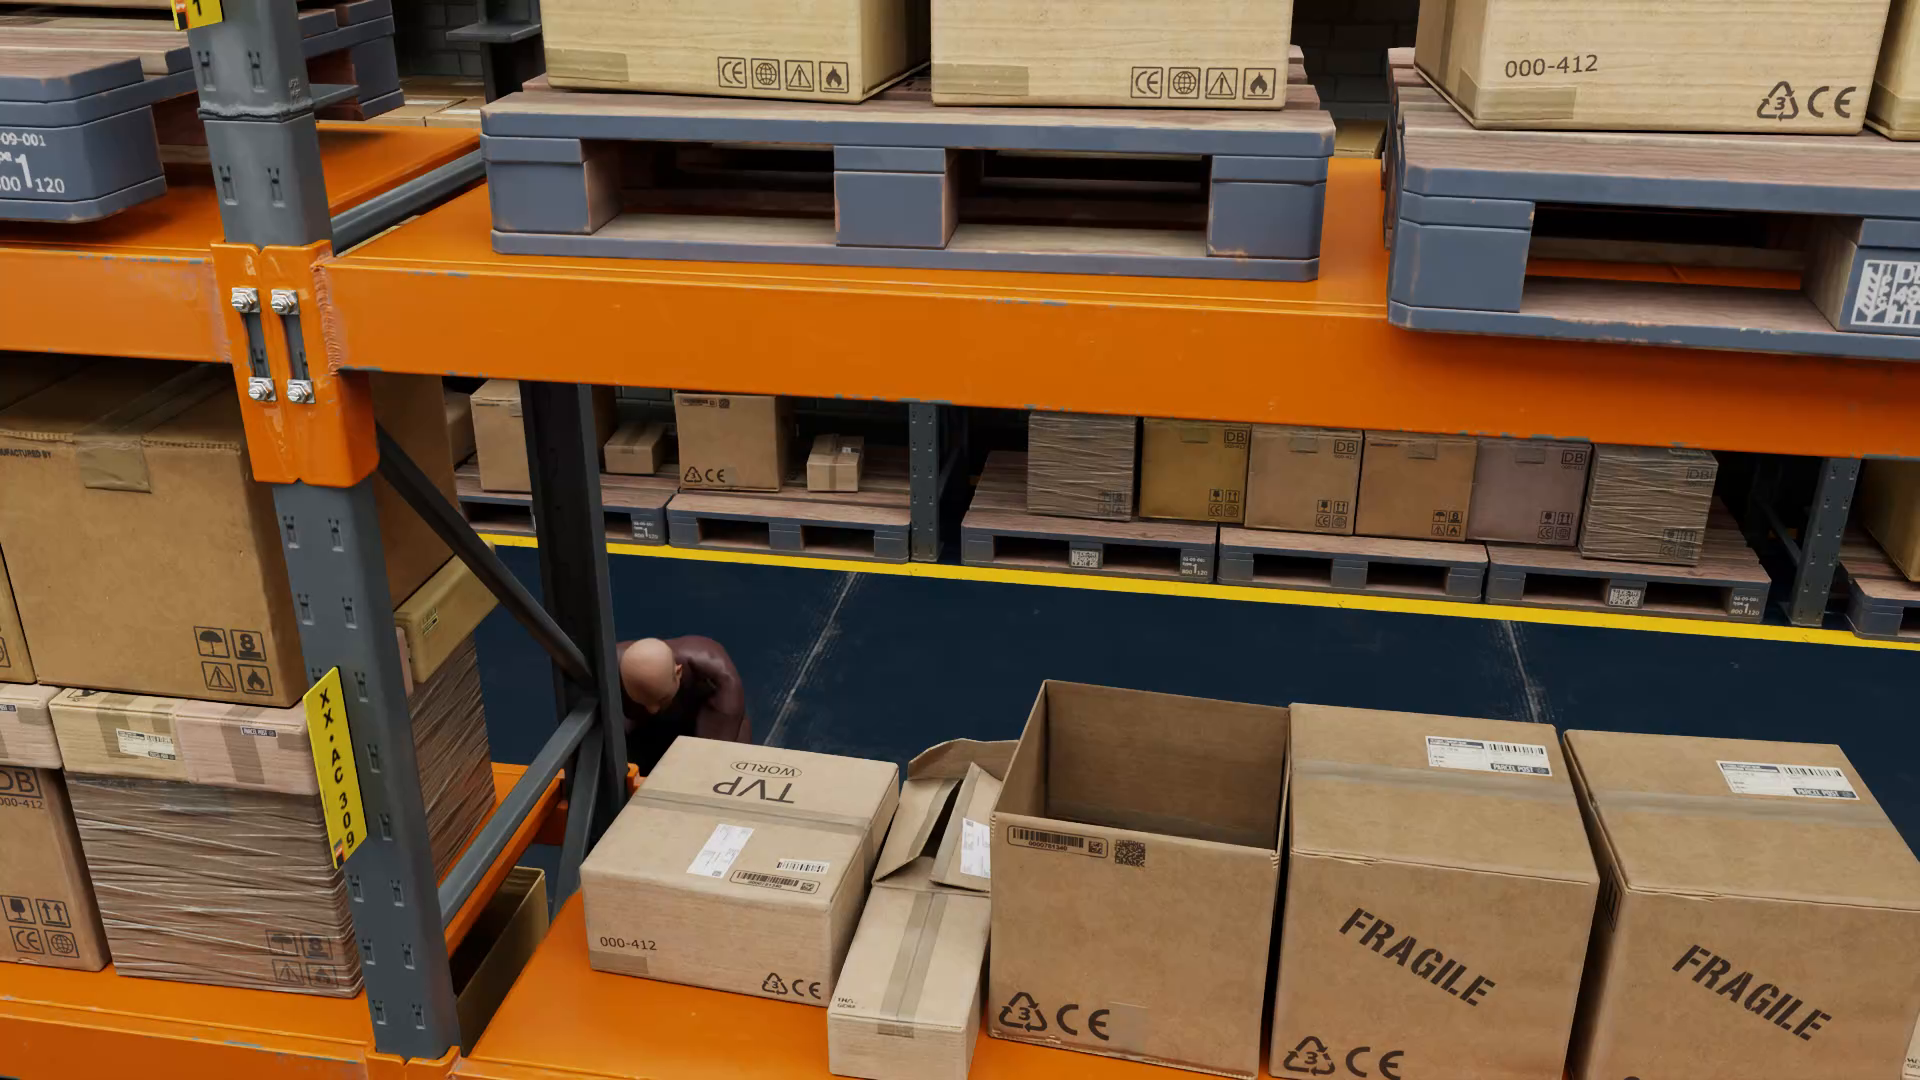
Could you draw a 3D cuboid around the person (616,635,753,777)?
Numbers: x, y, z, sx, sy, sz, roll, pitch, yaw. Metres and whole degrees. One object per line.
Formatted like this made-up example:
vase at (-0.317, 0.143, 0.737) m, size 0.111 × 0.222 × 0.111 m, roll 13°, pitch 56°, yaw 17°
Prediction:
person at (-0.994, 0.674, 5.596) m, size 0.599 × 0.996 × 0.905 m, roll 4°, pitch 25°, yaw 9°
